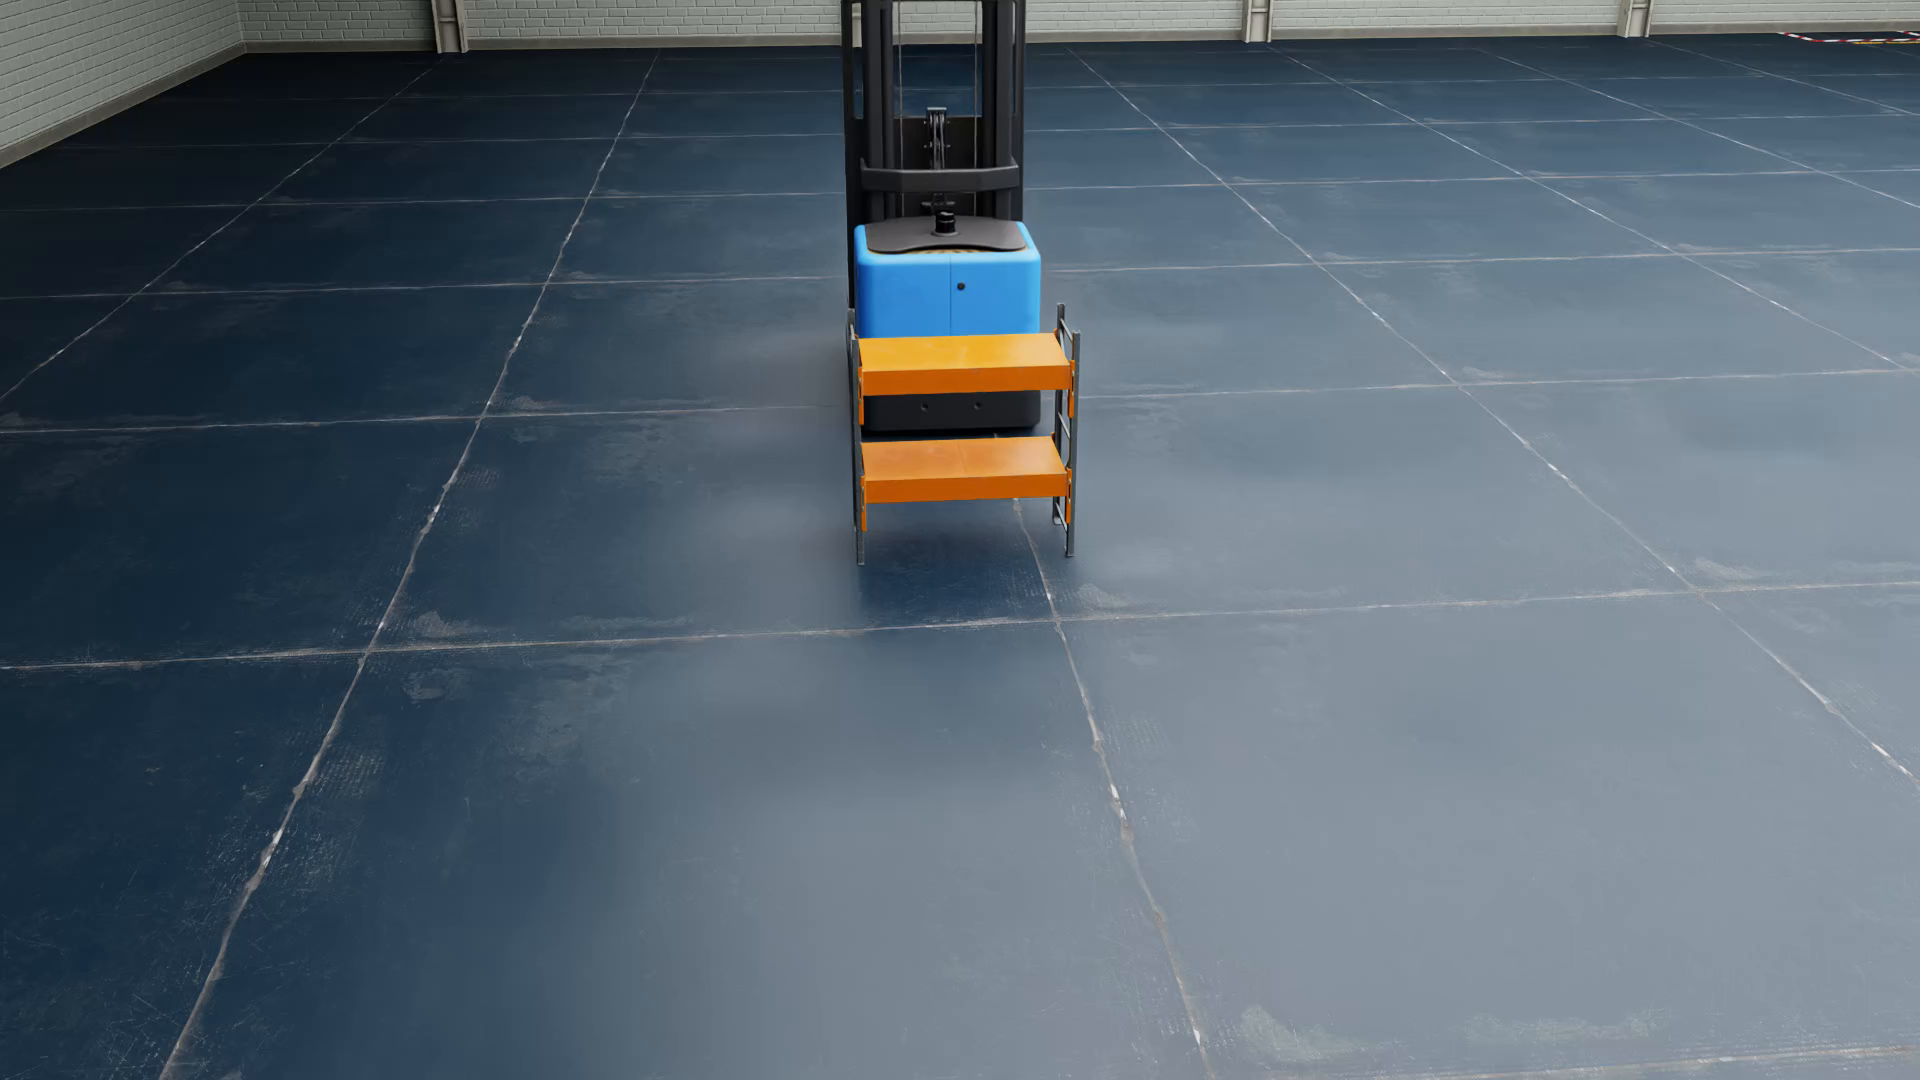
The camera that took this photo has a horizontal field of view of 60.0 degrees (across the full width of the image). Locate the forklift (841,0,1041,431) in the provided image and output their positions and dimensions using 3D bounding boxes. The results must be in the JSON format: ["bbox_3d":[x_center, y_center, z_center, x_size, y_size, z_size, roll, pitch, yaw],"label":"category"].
[{"bbox_3d":[-0.178,-2.521,10.312,1.130,2.935,3.031,-2,24,-4],"label":"forklift"}]

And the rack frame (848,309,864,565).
[{"bbox_3d":[-0.499,-0.494,7.976,0.032,1.125,0.500,-2,24,-5],"label":"rack frame"}]

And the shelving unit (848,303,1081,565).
[{"bbox_3d":[0.007,-0.514,8.022,1.048,1.125,0.538,-2,24,-5],"label":"shelving unit"}]

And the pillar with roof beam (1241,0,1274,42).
[{"bbox_3d":[4.944,-10.005,19.681,0.400,9.000,9.100,-2,24,-5],"label":"pillar with roof beam"}]

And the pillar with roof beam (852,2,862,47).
[{"bbox_3d":[-1.027,-9.766,19.142,0.400,9.000,9.100,-2,24,-5],"label":"pillar with roof beam"}]

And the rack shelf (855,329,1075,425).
[{"bbox_3d":[0.007,-0.782,7.903,1.000,0.278,0.538,-2,24,-5],"label":"rack shelf"}]

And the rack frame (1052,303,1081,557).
[{"bbox_3d":[0.513,-0.535,8.068,0.032,1.125,0.500,-2,24,-5],"label":"rack frame"}]

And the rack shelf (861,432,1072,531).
[{"bbox_3d":[0.007,-0.291,8.121,1.000,0.278,0.538,-2,24,-5],"label":"rack shelf"}]

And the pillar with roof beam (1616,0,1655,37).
[{"bbox_3d":[10.915,-10.245,20.219,0.400,9.000,9.100,-2,24,-5],"label":"pillar with roof beam"}]

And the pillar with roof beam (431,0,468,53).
[{"bbox_3d":[-6.998,-9.526,18.603,0.400,9.000,9.100,-2,24,-5],"label":"pillar with roof beam"}]
